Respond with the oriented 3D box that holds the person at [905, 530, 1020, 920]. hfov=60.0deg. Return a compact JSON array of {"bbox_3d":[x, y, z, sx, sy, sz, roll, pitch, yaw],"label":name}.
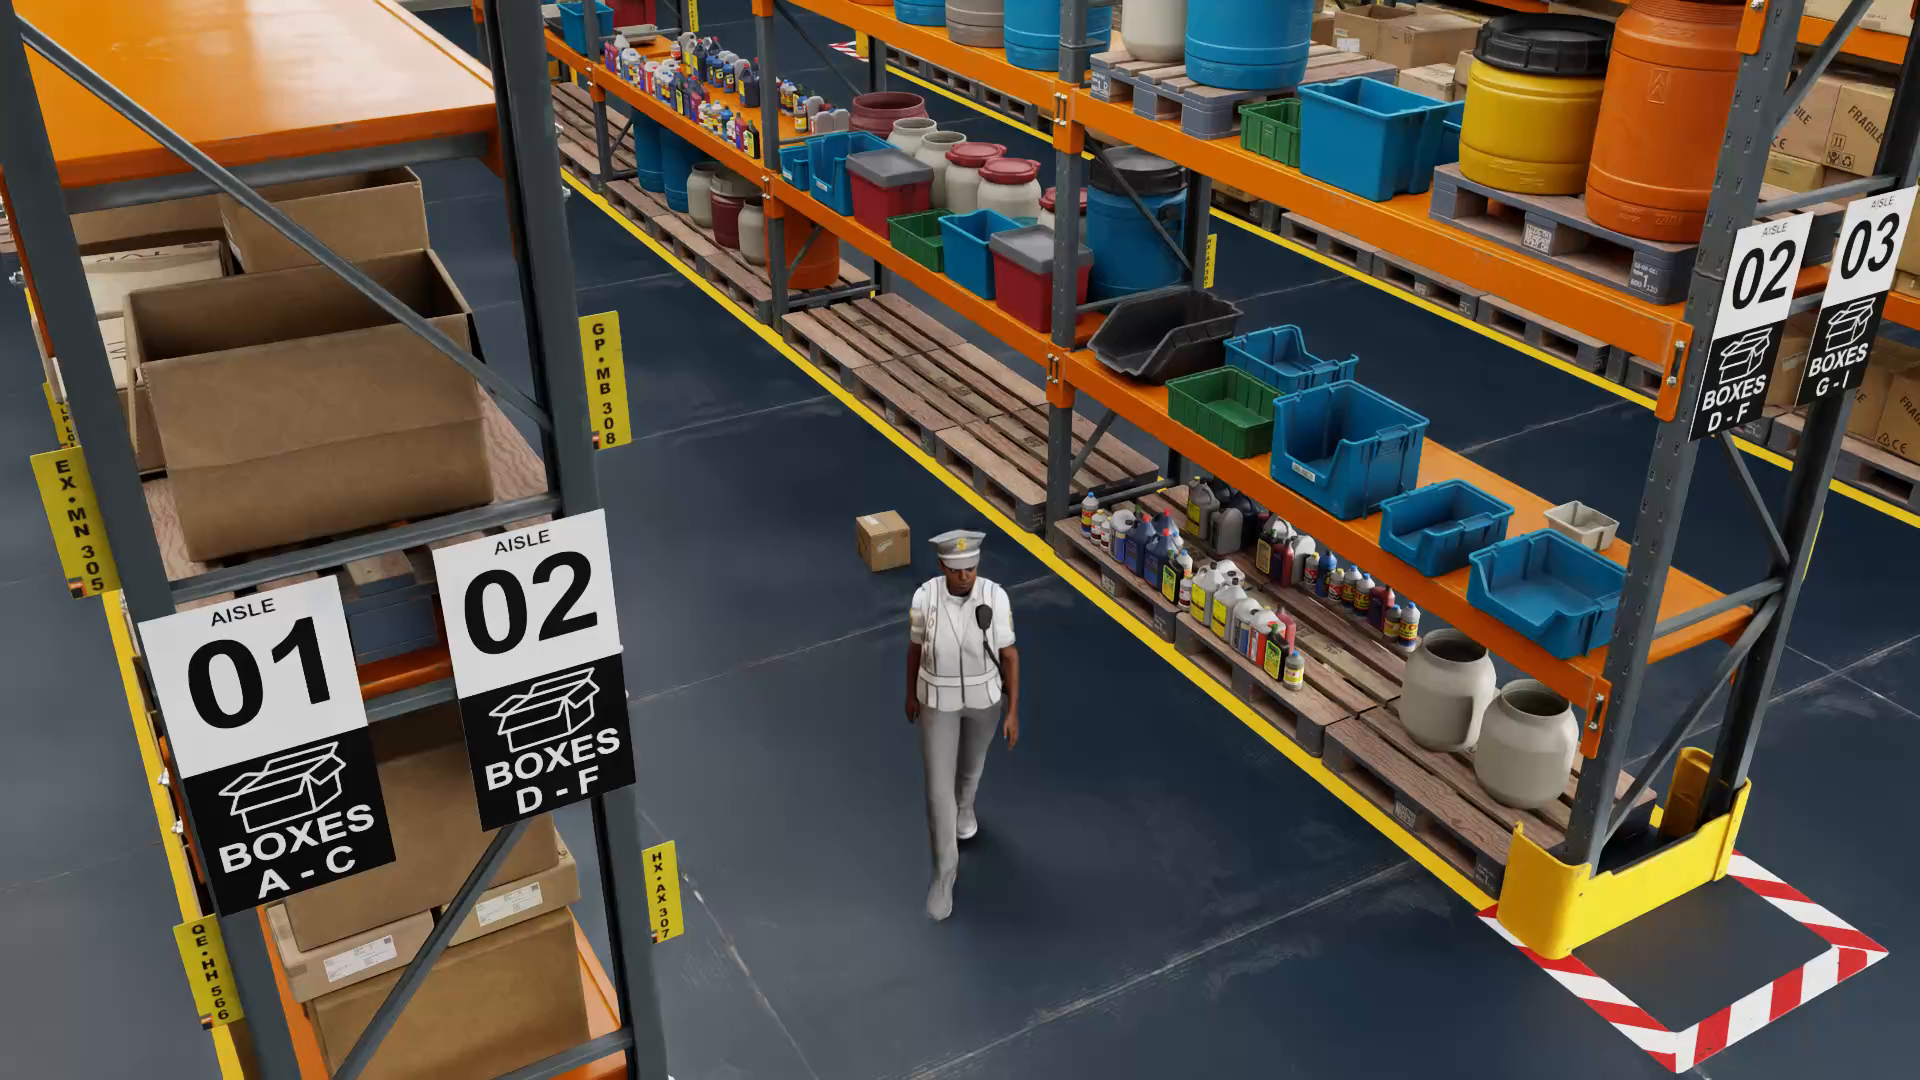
[{"bbox_3d":[0.015,0.741,7.211,0.486,1.714,0.772,-3,29,-5],"label":"person"}]
